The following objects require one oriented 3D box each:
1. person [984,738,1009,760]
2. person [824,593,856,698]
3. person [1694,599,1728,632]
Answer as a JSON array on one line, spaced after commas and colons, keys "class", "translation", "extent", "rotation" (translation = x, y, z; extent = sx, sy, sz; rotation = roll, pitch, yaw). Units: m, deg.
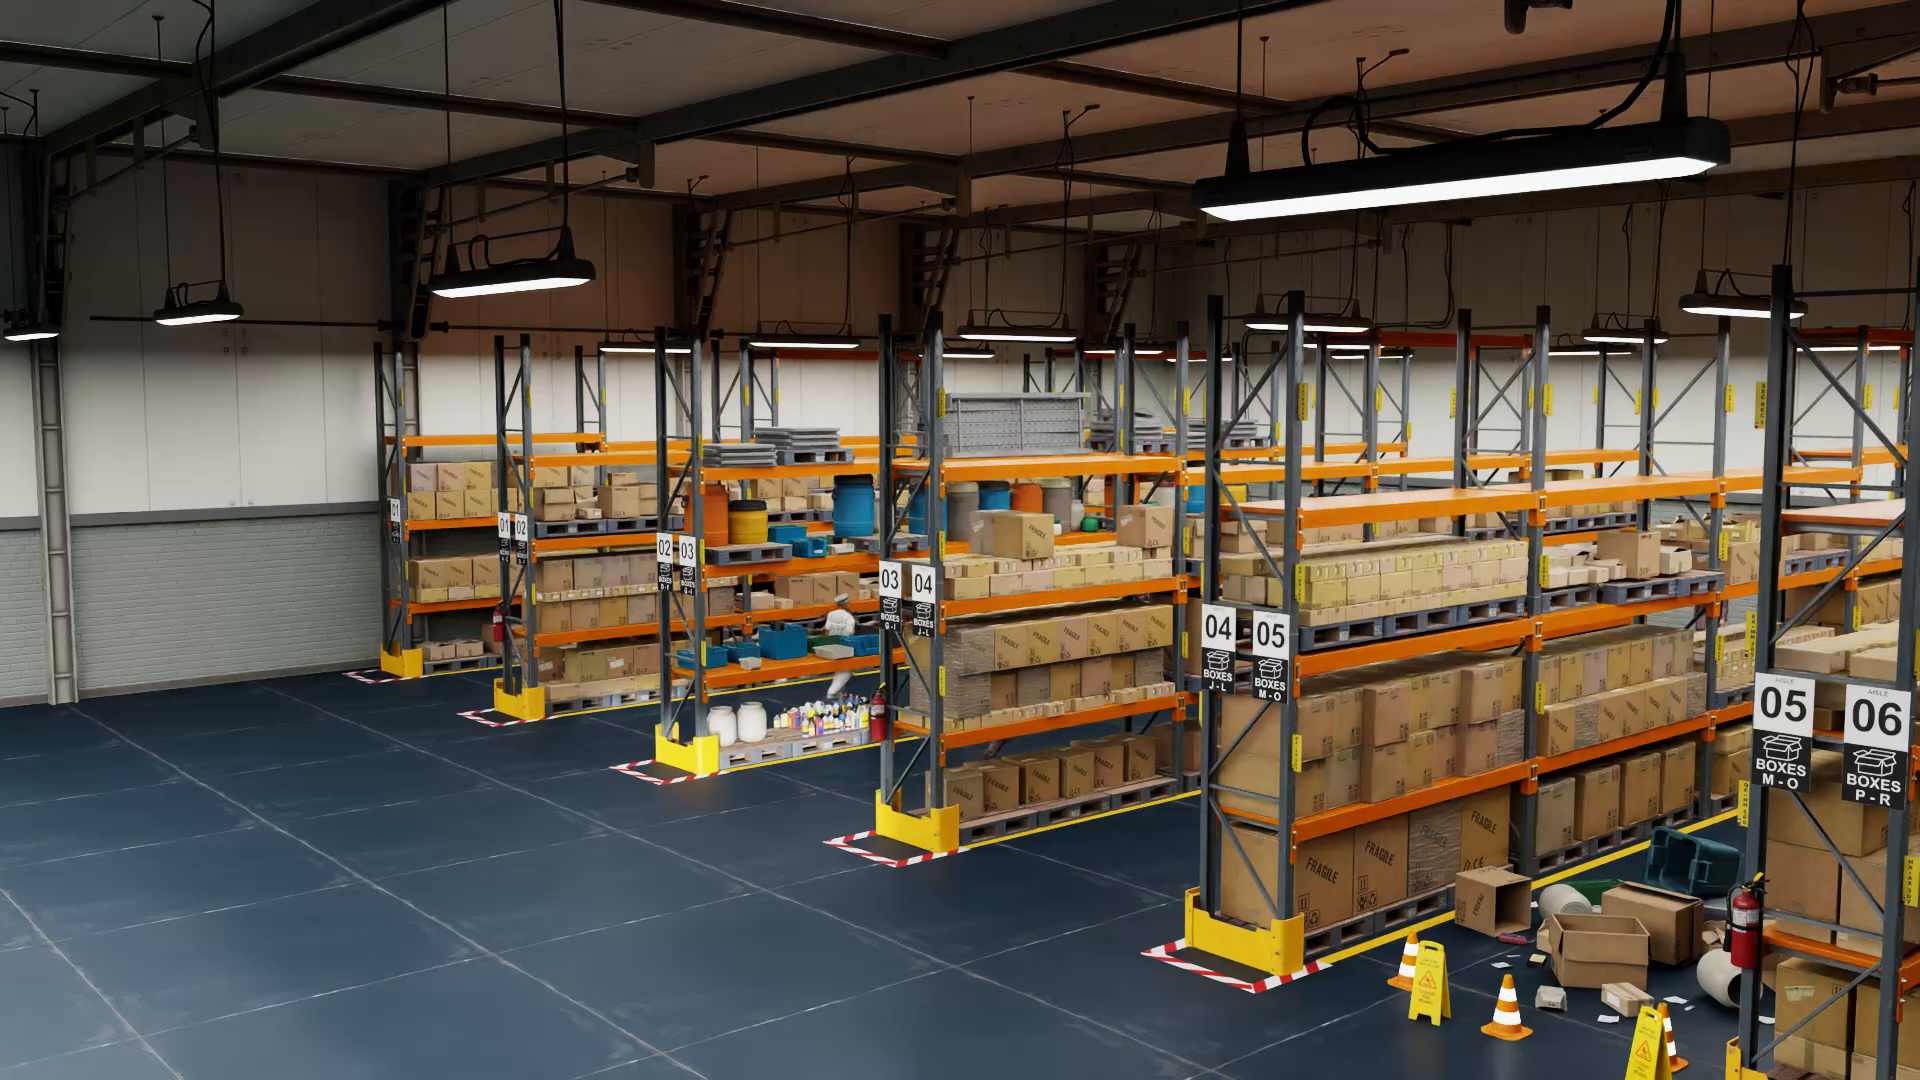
[{"class": "person", "translation": [0.553, 2.206, 22.887], "extent": [0.664, 1.674, 0.561], "rotation": [-4, 6, -36]}, {"class": "person", "translation": [-1.883, 1.701, 26.337], "extent": [0.577, 1.707, 0.665], "rotation": [4, 7, 38]}, {"class": "person", "translation": [13.923, 1.468, 30.835], "extent": [0.568, 1.707, 1.164], "rotation": [2, 6, 22]}]
